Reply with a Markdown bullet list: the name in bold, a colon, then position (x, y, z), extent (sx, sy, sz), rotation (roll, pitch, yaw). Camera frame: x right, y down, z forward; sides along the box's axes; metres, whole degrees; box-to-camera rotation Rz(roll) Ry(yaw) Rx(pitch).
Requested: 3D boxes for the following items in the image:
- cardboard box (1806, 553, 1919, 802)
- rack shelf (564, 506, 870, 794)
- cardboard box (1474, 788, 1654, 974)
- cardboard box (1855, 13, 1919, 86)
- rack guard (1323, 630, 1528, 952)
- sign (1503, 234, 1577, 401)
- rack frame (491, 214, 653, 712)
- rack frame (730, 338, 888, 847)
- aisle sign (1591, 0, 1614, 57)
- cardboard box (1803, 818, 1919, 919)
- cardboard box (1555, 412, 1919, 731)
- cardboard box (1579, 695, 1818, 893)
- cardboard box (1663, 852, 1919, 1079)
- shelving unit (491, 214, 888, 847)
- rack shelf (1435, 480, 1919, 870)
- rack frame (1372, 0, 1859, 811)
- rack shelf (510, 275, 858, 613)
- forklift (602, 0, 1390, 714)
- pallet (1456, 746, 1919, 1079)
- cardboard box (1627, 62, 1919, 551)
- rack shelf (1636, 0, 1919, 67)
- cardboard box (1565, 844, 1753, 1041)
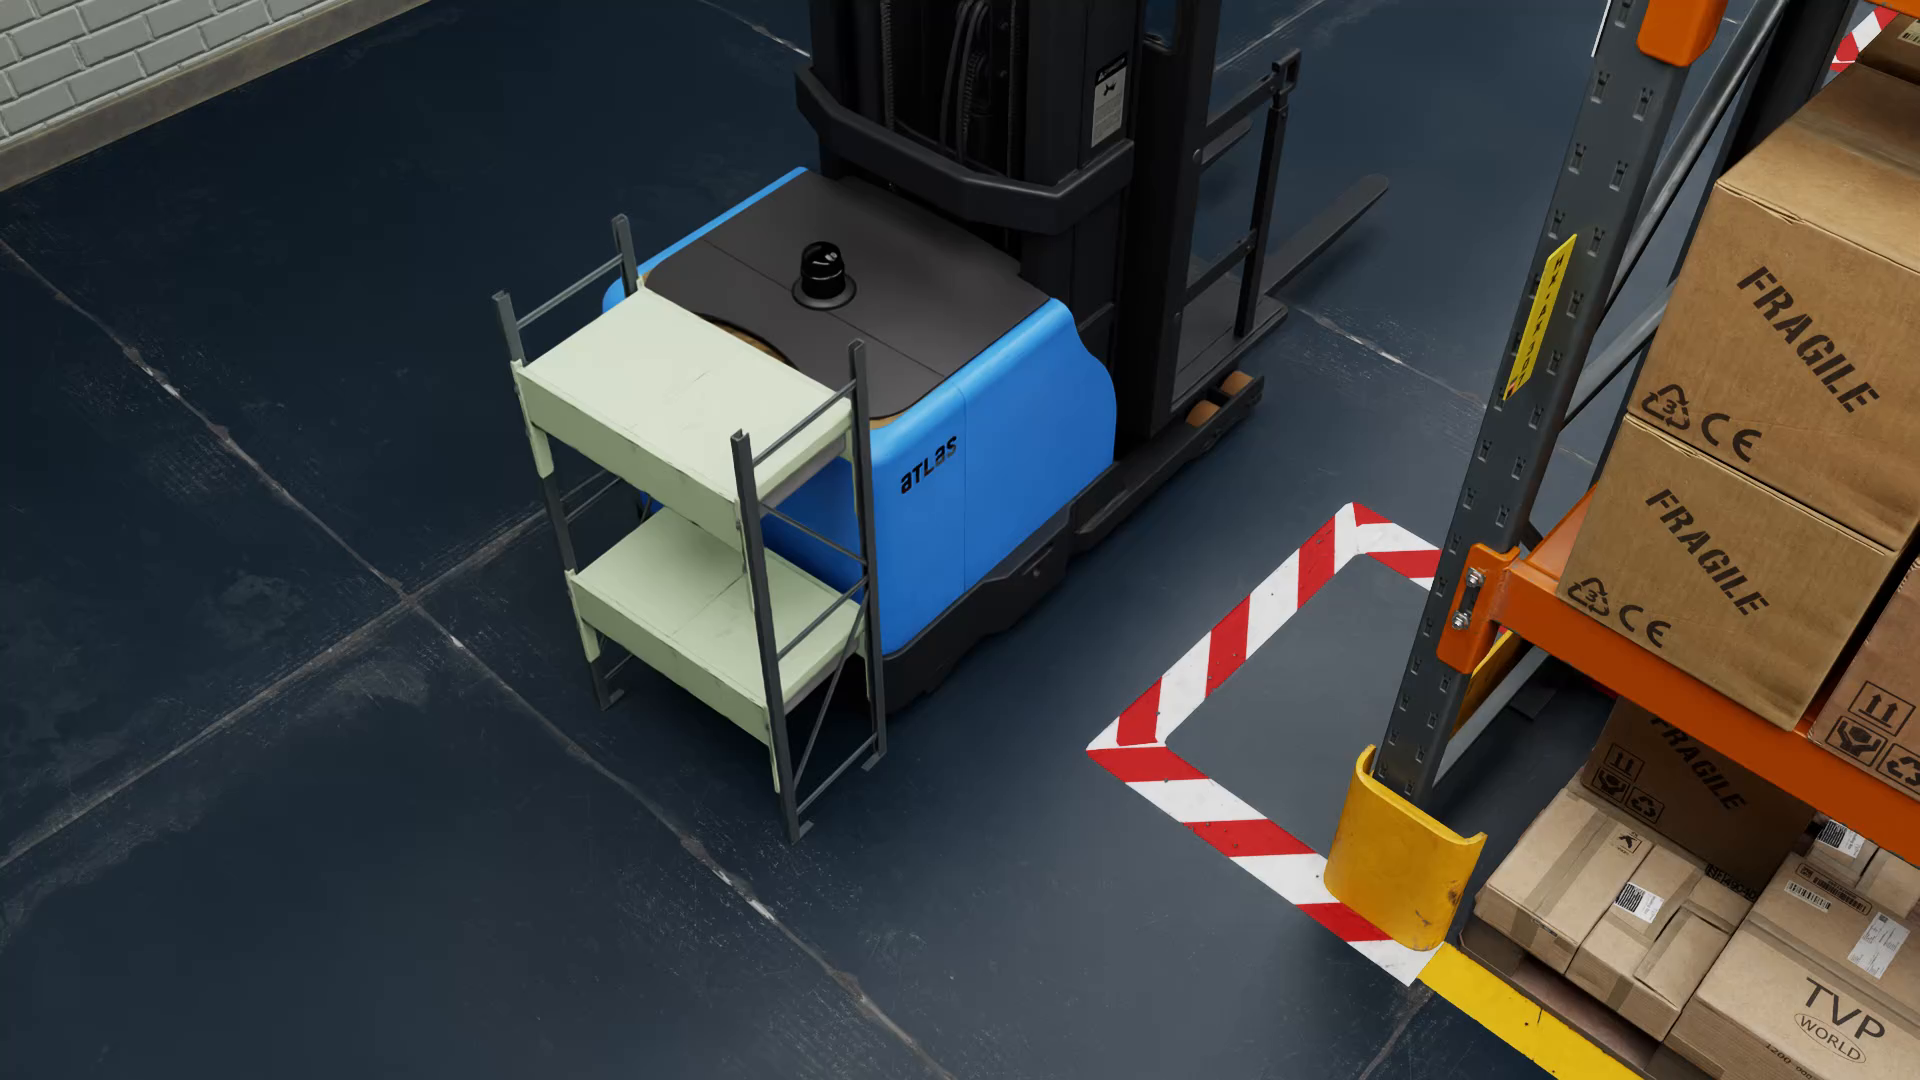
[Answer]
- **cardboard box**: position (1.932, 0.191, 2.945), extent (0.500, 0.500, 0.500), rotation (33, 55, 27)
- **rack shelf**: position (-0.624, 0.252, 4.432), extent (0.720, 0.370, 0.431), rotation (30, 54, 25)
- **cardboard box**: position (1.477, 0.829, 4.068), extent (0.250, 0.149, 0.380), rotation (34, 55, 28)
- **cardboard box**: position (1.916, -0.691, 3.087), extent (0.500, 0.500, 0.500), rotation (33, 55, 27)
- **rack guard**: position (1.458, 0.505, 4.432), extent (0.348, 0.500, 1.175), rotation (34, 55, 28)
- **sign**: position (1.034, -0.393, 2.968), extent (0.005, 0.325, 0.100), rotation (34, 55, 28)
- **rack frame**: position (-0.912, -0.137, 4.349), extent (0.023, 1.500, 0.400), rotation (30, 54, 25)
- **rack frame**: position (-0.337, 0.194, 4.039), extent (0.023, 1.500, 0.400), rotation (30, 54, 25)
- **aisle sign**: position (1.153, -1.154, 2.493), extent (0.004, 0.787, 0.394), rotation (34, 55, 28)
- **cardboard box**: position (2.205, 0.817, 4.067), extent (0.250, 0.166, 0.380), rotation (34, 55, 28)
- **cardboard box**: position (1.549, -0.061, 3.181), extent (0.500, 0.500, 0.500), rotation (35, 56, 28)
- **cardboard box**: position (1.969, 0.454, 4.179), extent (0.500, 0.500, 0.500), rotation (34, 55, 28)
- **cardboard box**: position (1.977, 1.071, 3.771), extent (0.500, 0.250, 0.500), rotation (34, 55, 28)
- **shelving unit**: position (-0.624, 0.029, 4.194), extent (0.755, 1.500, 0.431), rotation (30, 54, 25)
- **rack shelf**: position (2.872, 0.847, 2.890), extent (4.000, 0.370, 1.077), rotation (34, 55, 28)
- **rack frame**: position (1.402, -0.388, 3.556), extent (0.127, 3.000, 1.000), rotation (34, 55, 28)
- **rack shelf**: position (-0.624, -0.238, 3.910), extent (0.720, 0.370, 0.431), rotation (30, 54, 25)
- **forklift**: position (0.370, -1.517, 4.664), extent (1.130, 2.935, 3.031), rotation (32, 55, 26)
- **pallet**: position (2.045, 0.998, 4.168), extent (1.213, 0.211, 1.003), rotation (34, 55, 28)
- **cardboard box**: position (1.549, -0.404, 2.817), extent (0.500, 0.500, 0.500), rotation (36, 56, 29)
- **rack shelf**: position (2.872, -0.179, 1.797), extent (4.000, 0.370, 1.077), rotation (34, 55, 28)
- **cardboard box**: position (1.661, 0.946, 3.946), extent (0.250, 0.166, 0.380), rotation (34, 55, 28)
